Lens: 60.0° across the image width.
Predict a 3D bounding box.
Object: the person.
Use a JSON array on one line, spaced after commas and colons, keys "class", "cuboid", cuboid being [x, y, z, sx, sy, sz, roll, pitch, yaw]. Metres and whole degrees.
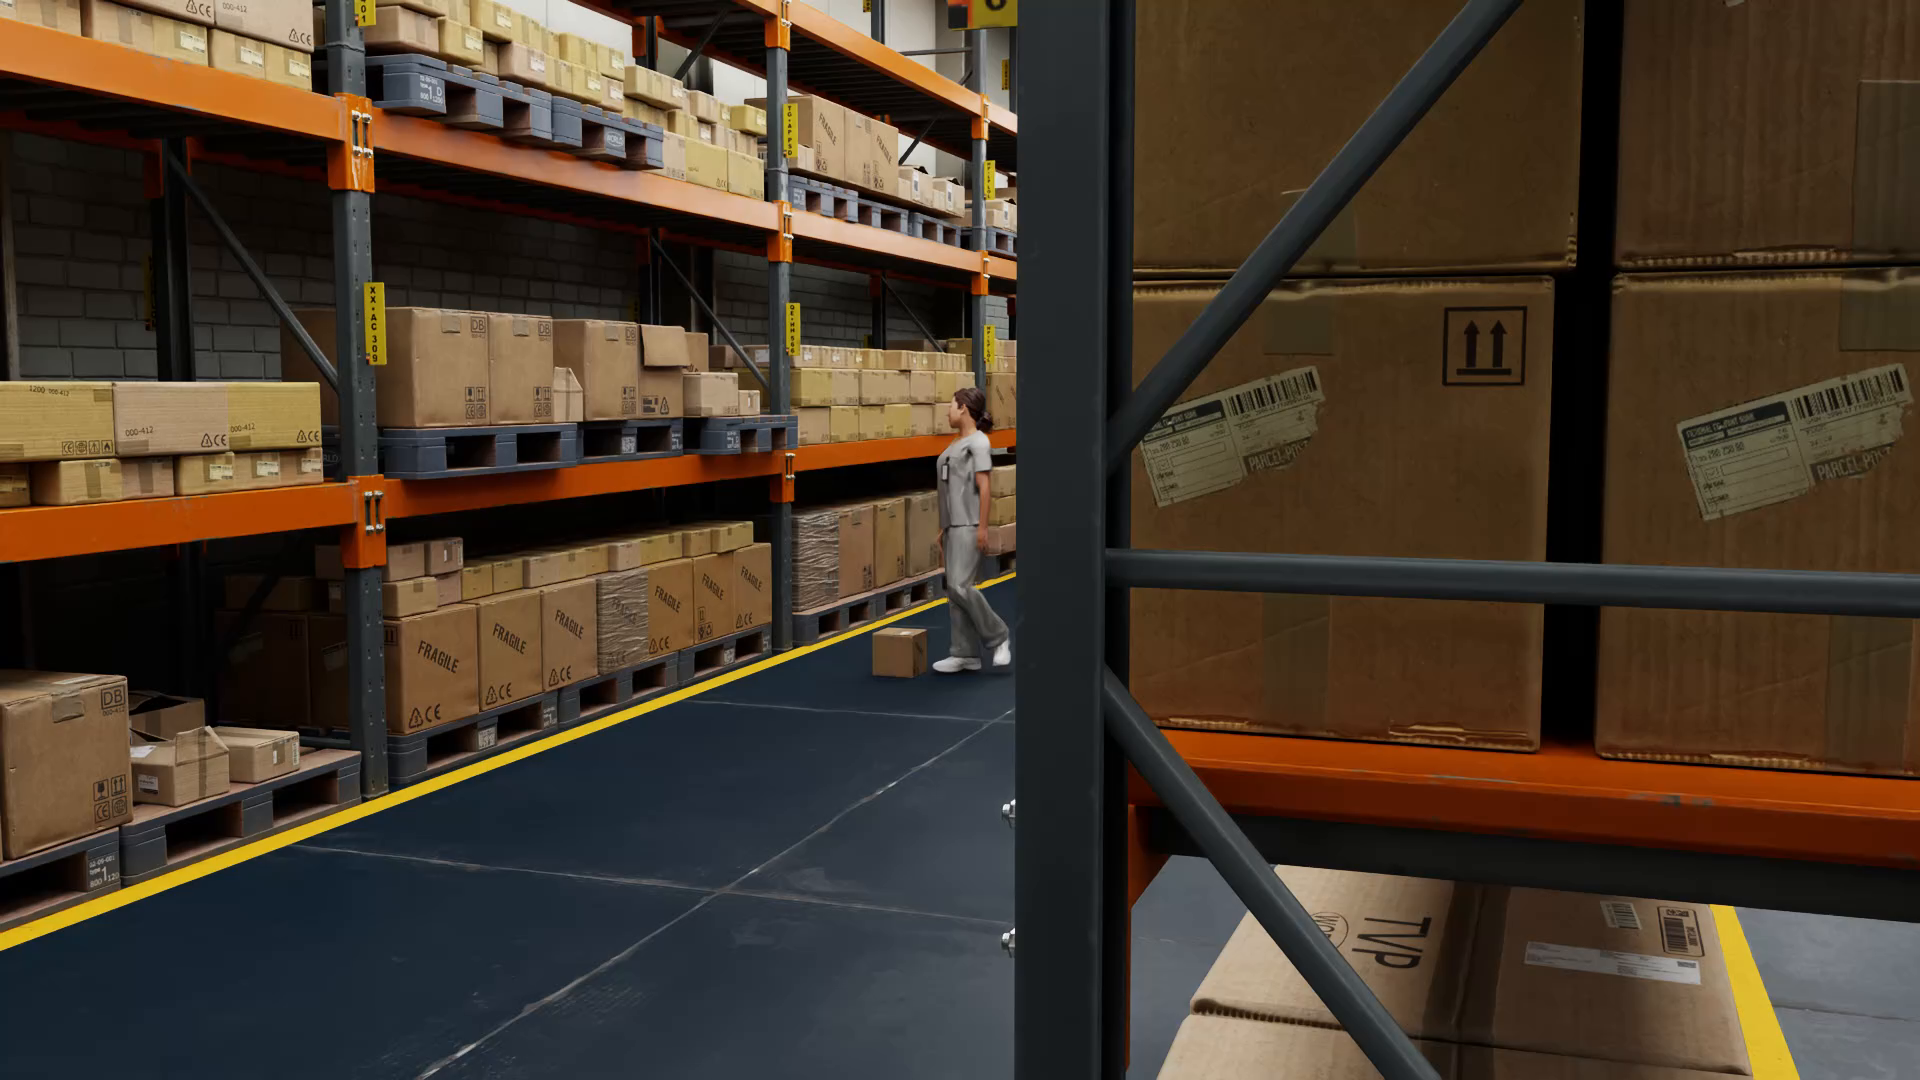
[{"class": "person", "cuboid": [0.072, -0.053, 9.697, 0.445, 1.666, 0.504, -2, 6, -22]}]
